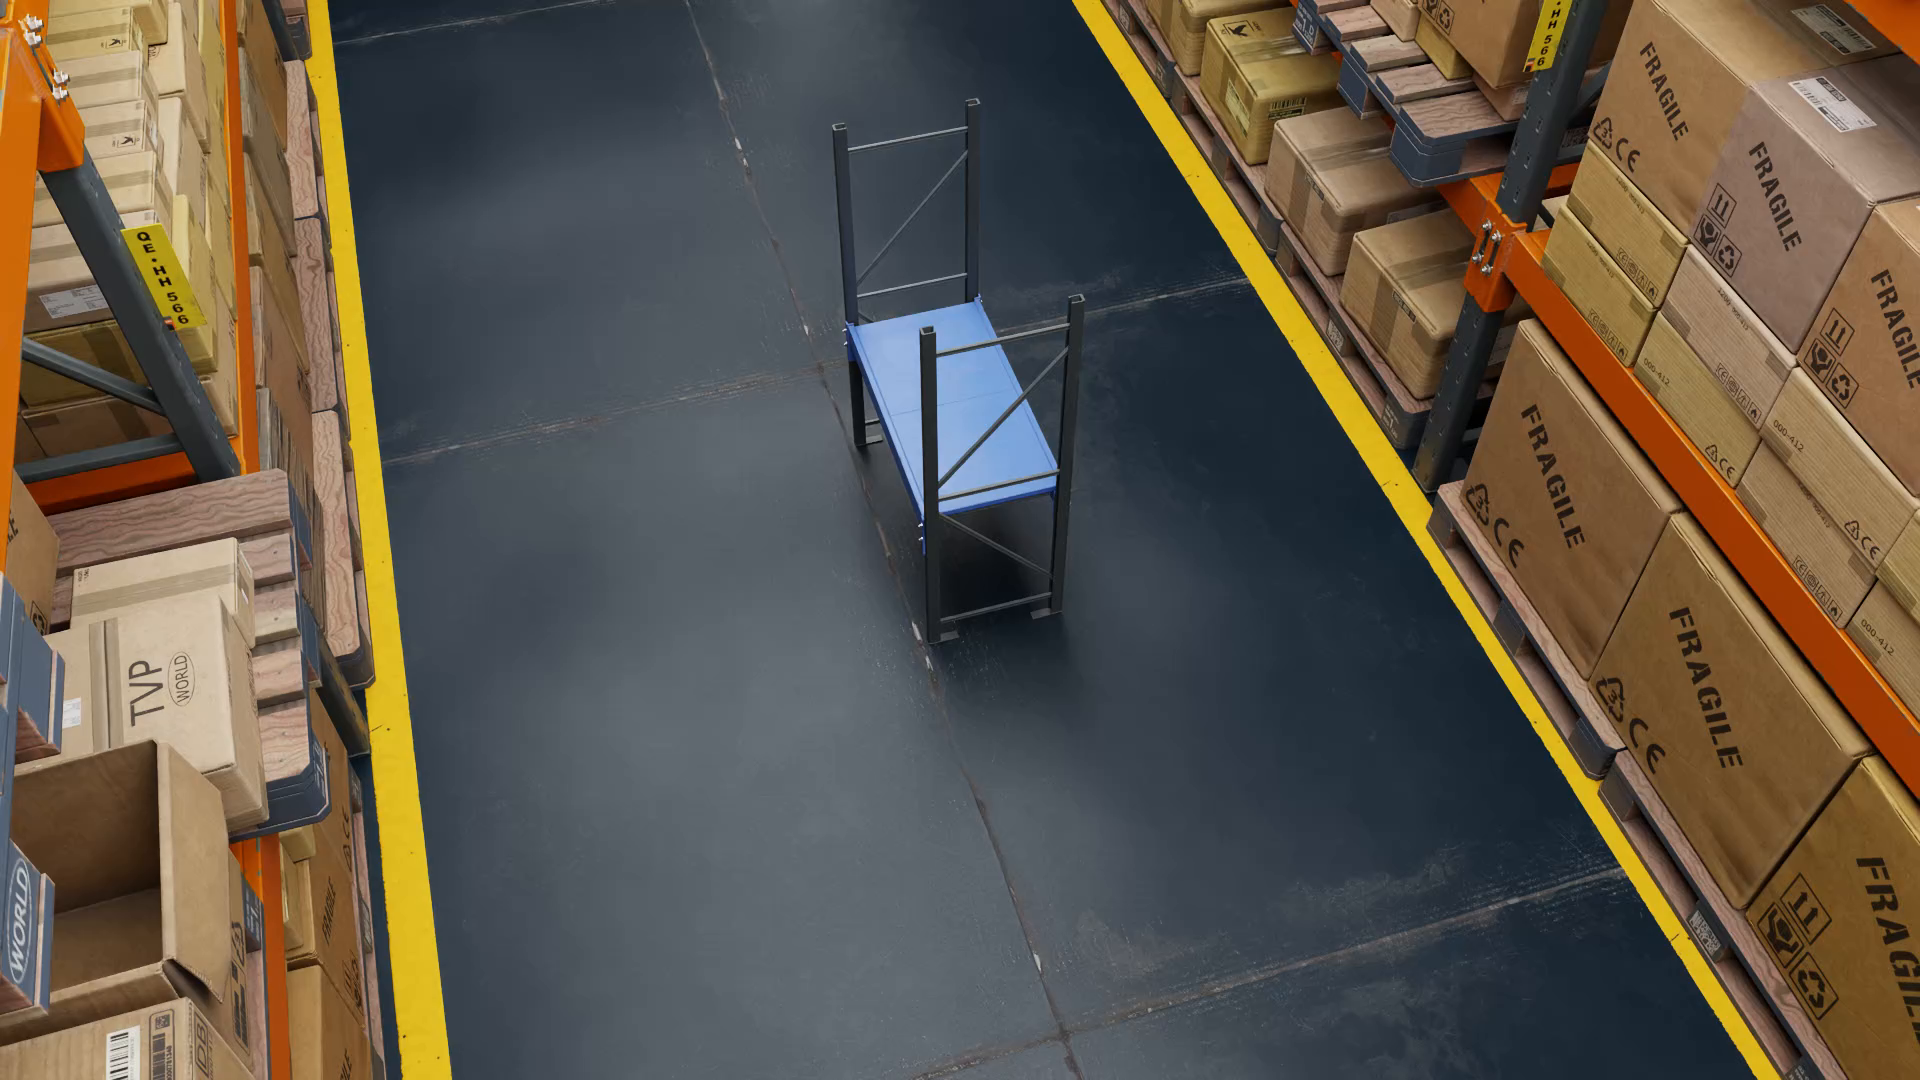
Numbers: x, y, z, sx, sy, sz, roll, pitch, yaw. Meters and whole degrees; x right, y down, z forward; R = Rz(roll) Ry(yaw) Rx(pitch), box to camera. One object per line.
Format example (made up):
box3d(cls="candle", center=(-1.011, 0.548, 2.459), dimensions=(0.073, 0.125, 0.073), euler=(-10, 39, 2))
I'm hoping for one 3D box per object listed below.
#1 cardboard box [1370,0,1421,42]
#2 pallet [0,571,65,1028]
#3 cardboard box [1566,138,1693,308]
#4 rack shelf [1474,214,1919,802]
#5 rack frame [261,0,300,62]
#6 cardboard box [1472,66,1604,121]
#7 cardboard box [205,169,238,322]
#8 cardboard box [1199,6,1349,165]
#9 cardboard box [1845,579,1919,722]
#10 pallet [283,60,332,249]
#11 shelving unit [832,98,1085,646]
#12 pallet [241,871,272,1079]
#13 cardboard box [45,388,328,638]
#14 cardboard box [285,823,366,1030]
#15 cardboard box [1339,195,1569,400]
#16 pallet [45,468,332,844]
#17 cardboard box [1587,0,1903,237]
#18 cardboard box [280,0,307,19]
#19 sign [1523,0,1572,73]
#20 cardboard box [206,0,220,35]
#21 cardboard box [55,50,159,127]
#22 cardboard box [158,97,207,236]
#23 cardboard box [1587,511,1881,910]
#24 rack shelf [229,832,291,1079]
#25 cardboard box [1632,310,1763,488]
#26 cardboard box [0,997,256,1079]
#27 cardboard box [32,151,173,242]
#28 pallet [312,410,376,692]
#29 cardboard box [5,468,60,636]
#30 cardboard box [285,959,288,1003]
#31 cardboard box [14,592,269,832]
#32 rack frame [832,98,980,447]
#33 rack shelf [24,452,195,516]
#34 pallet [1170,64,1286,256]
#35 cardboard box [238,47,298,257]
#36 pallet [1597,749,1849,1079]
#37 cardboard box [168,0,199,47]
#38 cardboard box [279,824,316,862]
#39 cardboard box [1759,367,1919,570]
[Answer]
box3d(cls="cardboard box", center=(1.661, -1.890, 5.771), dimensions=(0.380, 0.149, 0.250), euler=(-14, 51, -11))
box3d(cls="pallet", center=(-1.745, 0.595, 1.947), dimensions=(1.213, 0.211, 1.003), euler=(-13, 51, -11))
box3d(cls="cardboard box", center=(2.162, -0.983, 4.888), dimensions=(0.500, 0.250, 0.500), euler=(-14, 51, -11))
box3d(cls="rack shelf", center=(2.840, 0.396, 4.424), dimensions=(1.077, 0.370, 4.000), euler=(-13, 51, -11))
box3d(cls="rack frame", center=(-3.675, -3.093, 6.895), dimensions=(1.000, 3.000, 0.127), euler=(-13, 51, -11))
box3d(cls="cardboard box", center=(1.927, -1.537, 5.473), dimensions=(0.380, 0.149, 0.250), euler=(-12, 51, -10))
box3d(cls="cardboard box", center=(-2.534, -0.871, 5.120), dimensions=(0.500, 0.250, 0.500), euler=(-14, 51, -12))
box3d(cls="cardboard box", center=(1.646, -2.092, 7.496), dimensions=(0.950, 0.372, 0.625), euler=(-12, 51, -10))
box3d(cls="cardboard box", center=(2.621, 0.282, 4.149), dimensions=(0.500, 0.250, 0.500), euler=(-13, 51, -11))
box3d(cls="pallet", center=(-3.420, -1.665, 7.515), dimensions=(1.003, 0.211, 1.213), euler=(-13, 51, -11))
box3d(cls="shelving unit", center=(-0.025, -0.546, 5.729), dimensions=(0.538, 1.500, 1.048), euler=(-13, 51, -11))
box3d(cls="pallet", center=(-1.912, 1.310, 3.309), dimensions=(1.003, 0.211, 1.213), euler=(-13, 51, -11))
box3d(cls="cardboard box", center=(-2.663, 0.000, 5.566), dimensions=(0.875, 0.625, 0.625), euler=(-12, 51, -10))
box3d(cls="cardboard box", center=(-2.024, 1.127, 4.698), dimensions=(0.500, 0.500, 0.500), euler=(-14, 51, -12))
box3d(cls="cardboard box", center=(2.091, -1.000, 6.575), dimensions=(0.950, 0.372, 0.625), euler=(-16, 52, -13))
box3d(cls="pallet", center=(-2.224, 0.370, 4.102), dimensions=(1.213, 0.211, 1.003), euler=(-13, 51, -11))
box3d(cls="cardboard box", center=(2.161, -1.235, 4.610), dimensions=(0.500, 0.500, 0.500), euler=(-15, 51, -12))
box3d(cls="cardboard box", center=(-3.502, -2.770, 8.147), dimensions=(0.500, 0.250, 0.500), euler=(-13, 51, -11))
box3d(cls="sign", center=(1.733, -1.514, 4.859), dimensions=(0.100, 0.325, 0.005), euler=(-13, 51, -11))
box3d(cls="cardboard box", center=(-3.004, -2.000, 6.072), dimensions=(0.500, 0.250, 0.500), euler=(-13, 51, -11))
box3d(cls="cardboard box", center=(-2.575, -1.277, 4.875), dimensions=(0.380, 0.149, 0.250), euler=(-13, 51, -11))
box3d(cls="cardboard box", center=(-2.537, -1.029, 4.927), dimensions=(0.500, 0.250, 0.500), euler=(-12, 51, -10))
box3d(cls="cardboard box", center=(2.633, 0.429, 5.042), dimensions=(0.875, 0.875, 0.875), euler=(-13, 51, -11))
box3d(cls="rack shelf", center=(-1.901, 1.521, 3.476), dimensions=(1.077, 0.370, 4.000), euler=(-13, 51, -11))
box3d(cls="cardboard box", center=(2.322, -0.463, 4.776), dimensions=(0.500, 0.250, 0.500), euler=(-15, 51, -12))
box3d(cls="cardboard box", center=(-1.624, 1.227, 2.913), dimensions=(0.700, 0.500, 0.500), euler=(-14, 51, -11))
box3d(cls="cardboard box", center=(-2.385, -0.907, 4.563), dimensions=(0.380, 0.149, 0.250), euler=(-12, 51, -10))
box3d(cls="pallet", center=(-2.698, 0.117, 6.013), dimensions=(1.003, 0.211, 1.213), euler=(-13, 51, -11))
box3d(cls="cardboard box", center=(-2.489, 0.072, 3.887), dimensions=(0.500, 0.500, 0.500), euler=(-11, 51, -9))
box3d(cls="cardboard box", center=(-1.923, 1.191, 4.220), dimensions=(0.380, 0.149, 0.250), euler=(-12, 51, -10))
box3d(cls="cardboard box", center=(-1.871, 0.439, 3.741), dimensions=(0.500, 0.250, 0.500), euler=(-15, 52, -13))
box3d(cls="rack frame", center=(-0.176, -0.917, 6.042), dimensions=(0.500, 1.500, 0.032), euler=(-13, 51, -11))
box3d(cls="rack shelf", center=(-3.083, -1.463, 5.864), dimensions=(0.919, 0.124, 3.809), euler=(-13, 51, -11))
box3d(cls="pallet", center=(1.662, -1.858, 7.678), dimensions=(1.003, 0.211, 1.213), euler=(-13, 51, -11))
box3d(cls="cardboard box", center=(-3.288, -1.516, 6.844), dimensions=(0.875, 0.625, 0.625), euler=(-14, 51, -11))
box3d(cls="pallet", center=(2.767, 1.085, 5.197), dimensions=(1.003, 0.211, 1.213), euler=(-13, 51, -11))
box3d(cls="cardboard box", center=(-2.850, -1.783, 5.562), dimensions=(0.500, 0.250, 0.500), euler=(-13, 51, -10))
box3d(cls="cardboard box", center=(-1.994, 0.786, 4.562), dimensions=(0.380, 0.149, 0.250), euler=(-16, 52, -13))
box3d(cls="cardboard box", center=(2.450, -0.239, 4.260), dimensions=(0.500, 0.250, 0.500), euler=(-13, 51, -11))
